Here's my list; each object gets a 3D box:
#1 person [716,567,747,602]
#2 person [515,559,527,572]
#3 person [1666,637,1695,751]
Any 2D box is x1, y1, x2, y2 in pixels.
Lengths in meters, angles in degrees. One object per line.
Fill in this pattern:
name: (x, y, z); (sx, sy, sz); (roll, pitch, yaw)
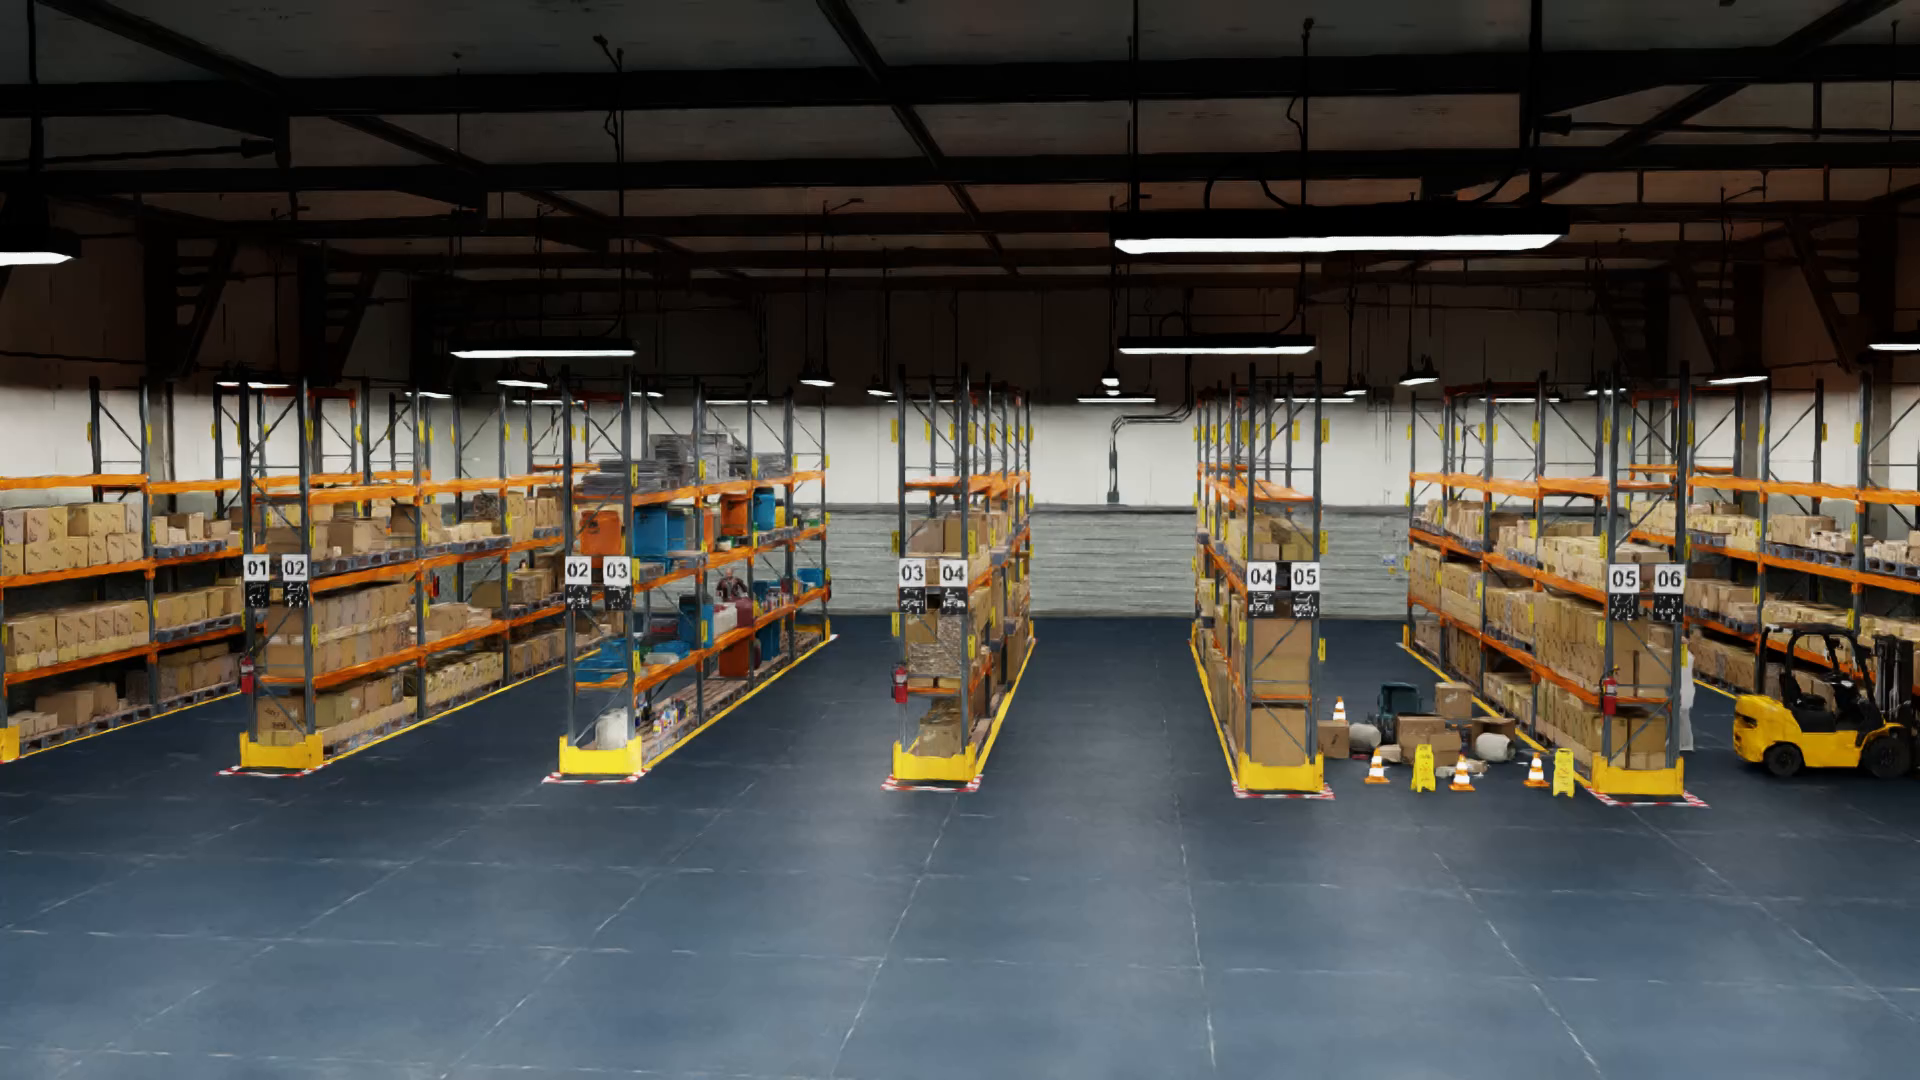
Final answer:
person: (-5.636, 1.522, 40.854); (0.736, 1.717, 0.903); (1, 4, 10)
person: (-11.764, 1.333, 44.248); (0.650, 1.665, 0.495); (-3, 4, -35)
person: (11.341, 2.414, 26.242); (0.550, 1.782, 0.636); (3, 5, 36)
